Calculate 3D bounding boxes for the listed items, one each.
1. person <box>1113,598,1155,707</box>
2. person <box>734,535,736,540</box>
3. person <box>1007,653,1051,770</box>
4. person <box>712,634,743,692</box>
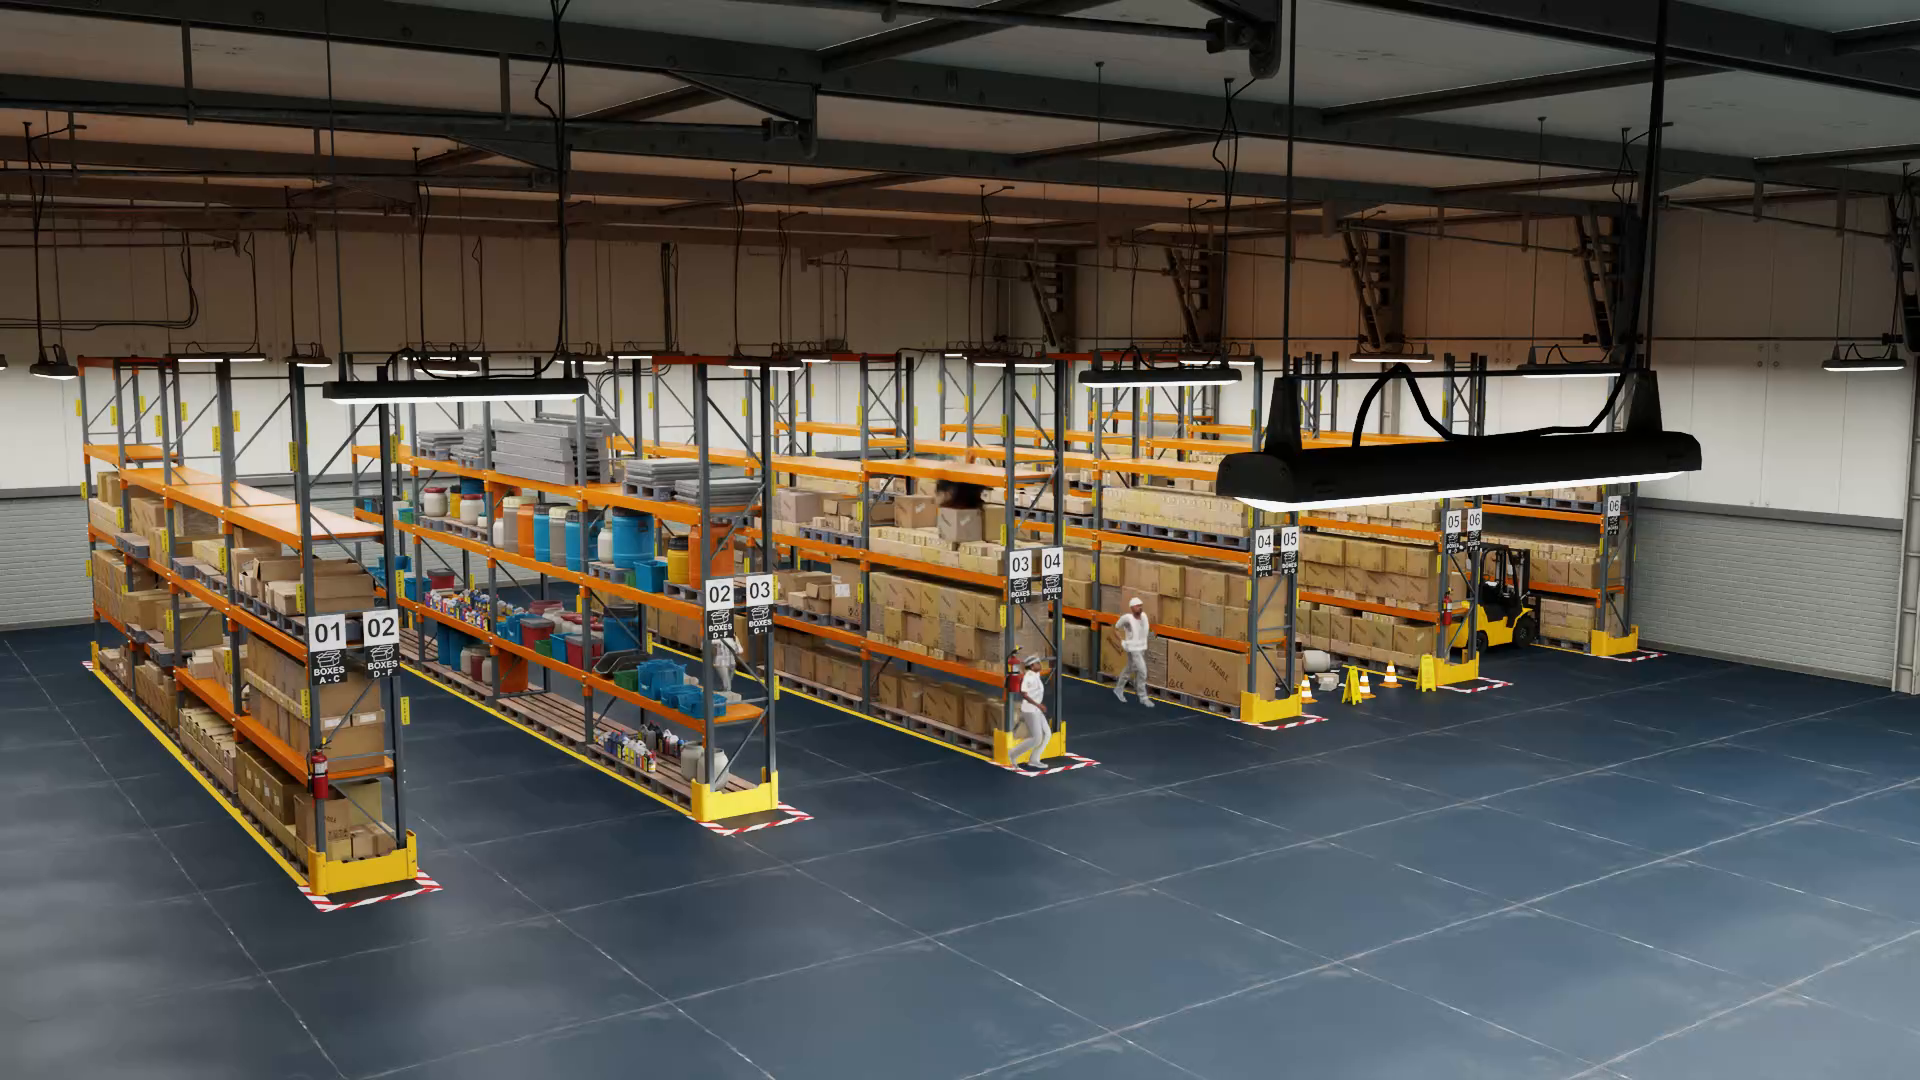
[{"bbox_3d":[2.930,1.850,27.705,0.665,1.813,0.896,-7,10,-44],"label":"person"},{"bbox_3d":[-5.582,0.686,40.143,0.648,1.657,0.676,4,8,30],"label":"person"},{"bbox_3d":[0.992,2.419,23.571,0.612,1.658,0.595,1,7,10],"label":"person"},{"bbox_3d":[-3.897,2.112,27.711,0.599,1.708,0.841,-7,10,-43],"label":"person"}]
